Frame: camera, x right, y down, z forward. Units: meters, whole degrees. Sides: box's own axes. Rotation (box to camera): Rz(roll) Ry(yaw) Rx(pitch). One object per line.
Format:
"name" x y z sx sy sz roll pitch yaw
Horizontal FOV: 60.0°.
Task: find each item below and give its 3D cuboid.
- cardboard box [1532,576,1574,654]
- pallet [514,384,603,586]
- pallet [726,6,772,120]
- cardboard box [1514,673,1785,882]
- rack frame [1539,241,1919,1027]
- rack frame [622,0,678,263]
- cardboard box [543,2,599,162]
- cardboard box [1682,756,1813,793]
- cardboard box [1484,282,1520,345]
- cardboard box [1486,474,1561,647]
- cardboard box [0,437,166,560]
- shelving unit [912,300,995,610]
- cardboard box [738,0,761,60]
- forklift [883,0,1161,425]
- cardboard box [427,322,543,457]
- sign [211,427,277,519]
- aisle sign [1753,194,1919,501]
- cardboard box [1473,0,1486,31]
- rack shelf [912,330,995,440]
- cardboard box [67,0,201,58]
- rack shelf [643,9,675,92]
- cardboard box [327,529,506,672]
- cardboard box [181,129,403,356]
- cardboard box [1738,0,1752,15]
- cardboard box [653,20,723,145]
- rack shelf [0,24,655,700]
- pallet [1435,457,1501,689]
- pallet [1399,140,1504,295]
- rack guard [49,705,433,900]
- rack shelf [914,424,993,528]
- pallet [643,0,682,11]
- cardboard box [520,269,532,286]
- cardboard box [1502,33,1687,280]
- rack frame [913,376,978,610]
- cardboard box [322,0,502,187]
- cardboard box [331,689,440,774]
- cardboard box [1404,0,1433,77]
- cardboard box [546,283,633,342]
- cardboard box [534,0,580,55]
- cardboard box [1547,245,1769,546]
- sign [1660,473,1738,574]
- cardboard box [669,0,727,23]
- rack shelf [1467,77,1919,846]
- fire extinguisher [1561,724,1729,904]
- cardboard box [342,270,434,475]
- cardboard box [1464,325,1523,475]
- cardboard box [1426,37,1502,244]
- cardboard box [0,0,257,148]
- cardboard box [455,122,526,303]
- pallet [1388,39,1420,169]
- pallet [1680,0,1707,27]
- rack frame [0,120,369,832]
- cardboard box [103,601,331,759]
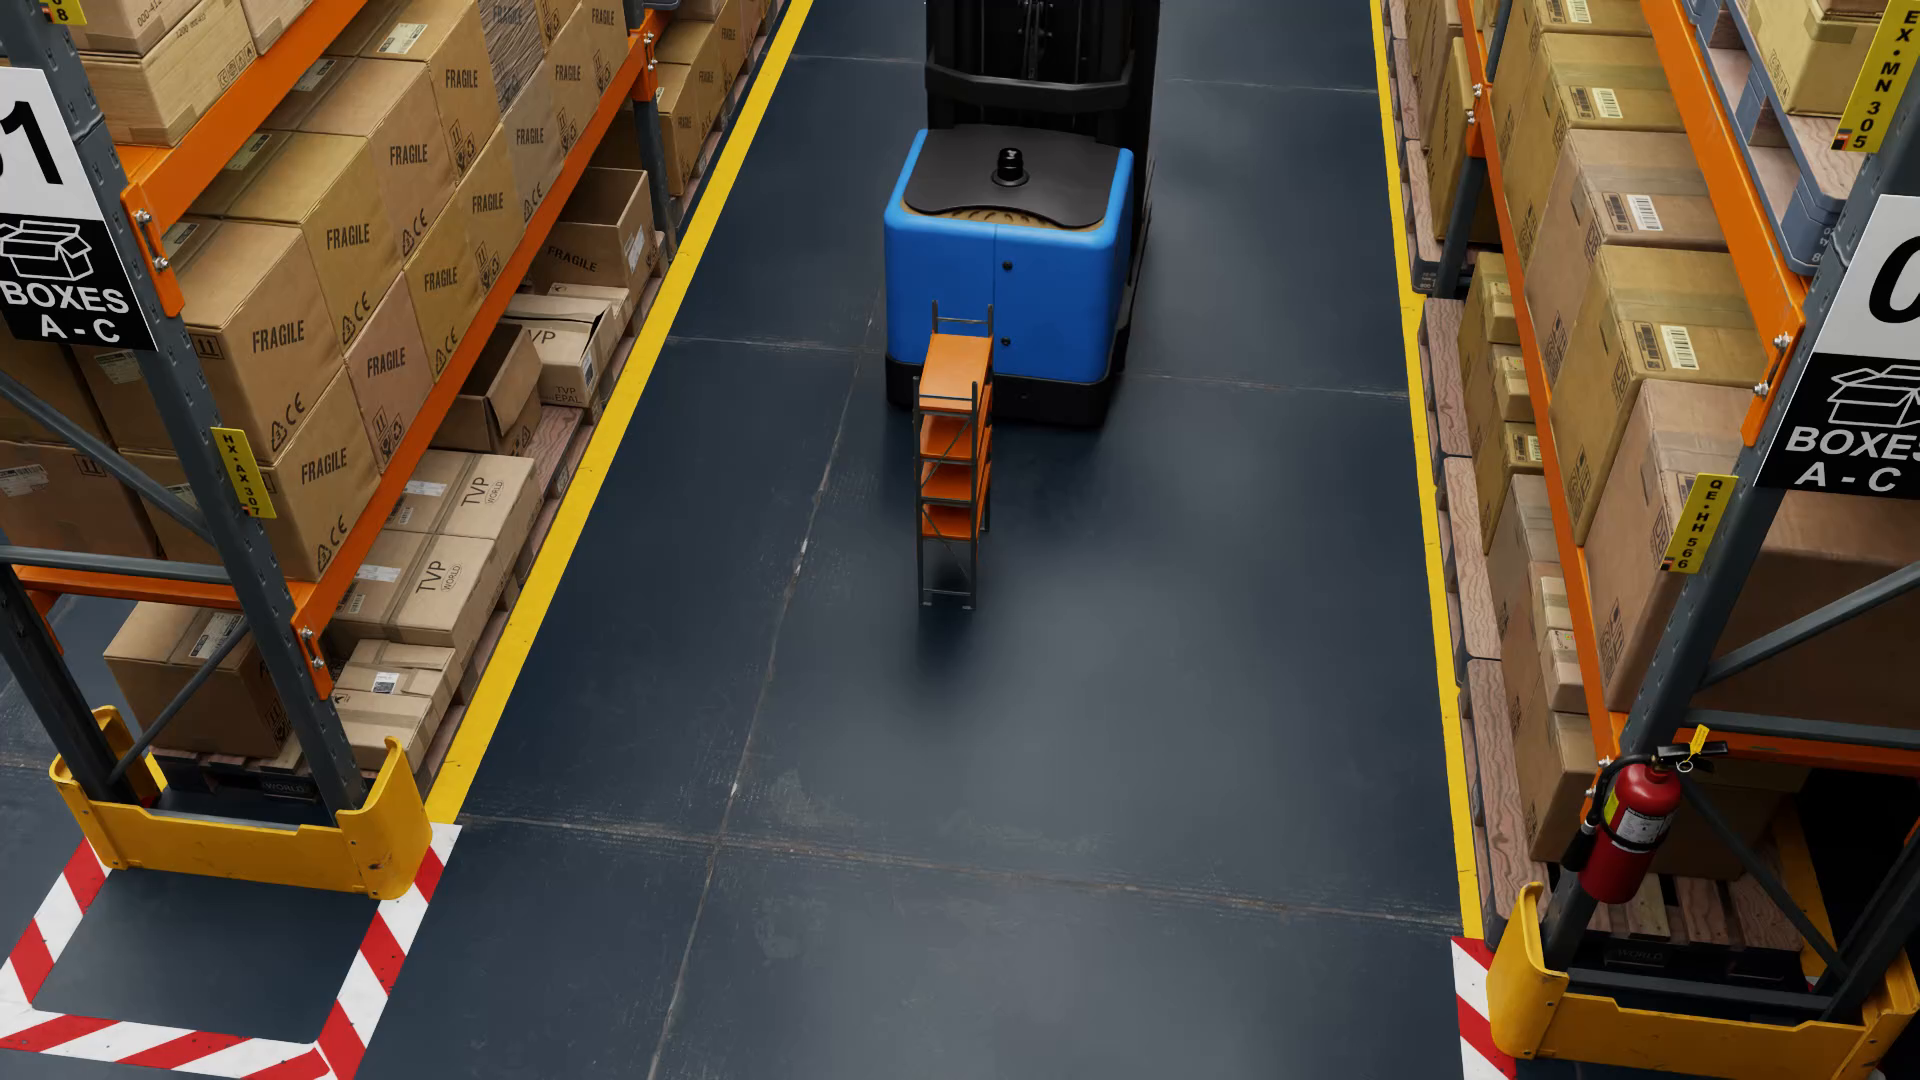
"cardboard box" 2.228 0.283 5.833 0.380 0.149 0.250 6 44 7
"pallet" -2.267 -0.332 7.469 1.003 0.211 1.213 5 44 6
"pallet" -1.787 -3.025 10.314 1.003 0.211 1.213 5 44 6
"cardboard box" 2.359 0.797 5.762 0.700 0.500 0.500 5 44 6
"rack frame" 2.366 0.528 4.533 1.000 3.000 0.127 5 44 6
"rack frame" -2.016 -2.646 7.885 1.000 3.000 0.127 5 44 6
"cardboard box" -1.895 -1.967 7.095 0.500 0.500 0.500 6 44 7
"cardboard box" 2.541 0.665 5.430 0.380 0.149 0.250 6 44 6
"cardboard box" 2.468 -0.962 7.147 0.380 0.149 0.250 7 44 7
"cardboard box" 2.491 0.113 6.484 0.700 0.500 0.500 4 44 4
"cardboard box" -2.756 -0.286 5.320 0.500 0.500 0.500 6 44 7
"shelving unit" -0.022 -0.323 6.741 0.258 1.200 0.503 5 44 6
"cardboard box" -1.510 -3.255 10.026 0.500 0.500 0.500 4 44 4
"forklift" 0.429 -2.622 7.909 1.130 2.935 3.031 7 44 8
"cardboard box" -2.260 -0.619 7.239 0.797 0.503 0.637 5 44 6
"sign" -2.007 -0.185 4.656 0.100 0.325 0.005 5 44 6
"aisle sign" 2.059 -0.395 3.616 0.394 0.787 0.004 5 44 6
"cardboard box" 2.668 -2.545 7.946 0.380 0.149 0.250 6 44 6
"rack shelf" -0.022 -0.608 6.470 0.258 0.148 0.480 5 44 6
"cardboard box" -2.219 -1.463 4.199 0.500 0.250 0.500 5 44 6
"rack shelf" -1.752 -3.748 9.572 1.077 0.370 4.000 5 44 6
"cardboard box" -2.126 0.233 6.524 0.500 0.250 0.500 5 44 6
"cardboard box" -2.163 -0.955 5.299 0.500 0.500 0.500 6 44 6
"cardboard box" 2.267 -1.574 4.302 0.500 0.250 0.500 4 44 4
"cardboard box" -1.651 -2.570 9.303 0.500 0.500 0.500 6 44 6
"rack shelf" -2.281 -1.022 6.693 1.077 0.370 4.000 5 44 6
"pallet" 2.558 0.159 6.951 1.003 0.211 1.213 5 44 6
"pallet" 2.922 -1.719 8.934 1.003 0.211 1.213 5 44 6
"rack guard" -2.535 0.936 5.920 1.175 0.500 0.348 5 44 6
"rack shelf" -0.022 -0.274 6.787 0.258 0.148 0.480 5 44 6
"pallet" -1.802 -3.111 8.516 1.003 0.211 1.213 5 44 6
"cardboard box" -2.286 -1.563 8.377 0.500 0.311 0.500 5 44 6
"cardboard box" 2.705 -1.442 6.395 0.980 0.700 0.700 4 44 4
"rack frame" -0.054 -0.157 6.565 0.240 1.200 0.015 5 44 6
"cardboard box" -2.026 -1.642 6.024 0.500 0.500 0.500 5 44 5
"cardboard box" -2.149 0.701 6.103 0.380 0.149 0.250 5 44 6
"cardboard box" 3.074 -3.211 9.739 0.750 0.750 0.750 5 44 5
"cardboard box" -1.800 -1.096 8.001 0.380 0.149 0.250 5 44 6
"cardboard box" -1.892 -2.328 6.749 0.500 0.500 0.500 4 44 5
"cardboard box" 2.508 -0.427 5.323 0.980 0.700 0.700 5 44 5
"sign" 1.830 -0.038 4.116 0.100 0.325 0.005 5 44 6
"cardboard box" -1.579 -3.160 9.380 0.500 0.250 0.500 5 44 6
"rack shelf" 2.630 -0.574 6.220 1.077 0.370 4.000 5 44 6
"fire extinguisher" 1.888 0.752 4.624 0.296 0.674 0.183 5 44 6
"cardboard box" -2.162 -0.587 5.638 0.500 0.500 0.500 5 44 5
"cardboard box" 2.624 -0.601 7.238 0.700 0.500 0.500 5 44 5
"cardboard box" 2.852 -2.025 8.487 0.750 0.750 0.750 6 44 6
"cardboard box" -2.225 -1.282 4.372 0.500 0.250 0.500 5 44 6
"cardboard box" -2.025 -1.269 6.358 0.500 0.500 0.500 6 44 6
"pallet" 3.081 -2.552 9.814 1.003 0.211 1.213 5 44 6
"pallet" 2.612 -1.870 4.948 1.003 0.211 1.213 5 44 6
"rack frame" -2.545 0.080 5.006 1.000 3.000 0.127 5 44 6
"cardboard box" -2.717 0.435 6.129 0.500 0.500 0.500 5 44 6
